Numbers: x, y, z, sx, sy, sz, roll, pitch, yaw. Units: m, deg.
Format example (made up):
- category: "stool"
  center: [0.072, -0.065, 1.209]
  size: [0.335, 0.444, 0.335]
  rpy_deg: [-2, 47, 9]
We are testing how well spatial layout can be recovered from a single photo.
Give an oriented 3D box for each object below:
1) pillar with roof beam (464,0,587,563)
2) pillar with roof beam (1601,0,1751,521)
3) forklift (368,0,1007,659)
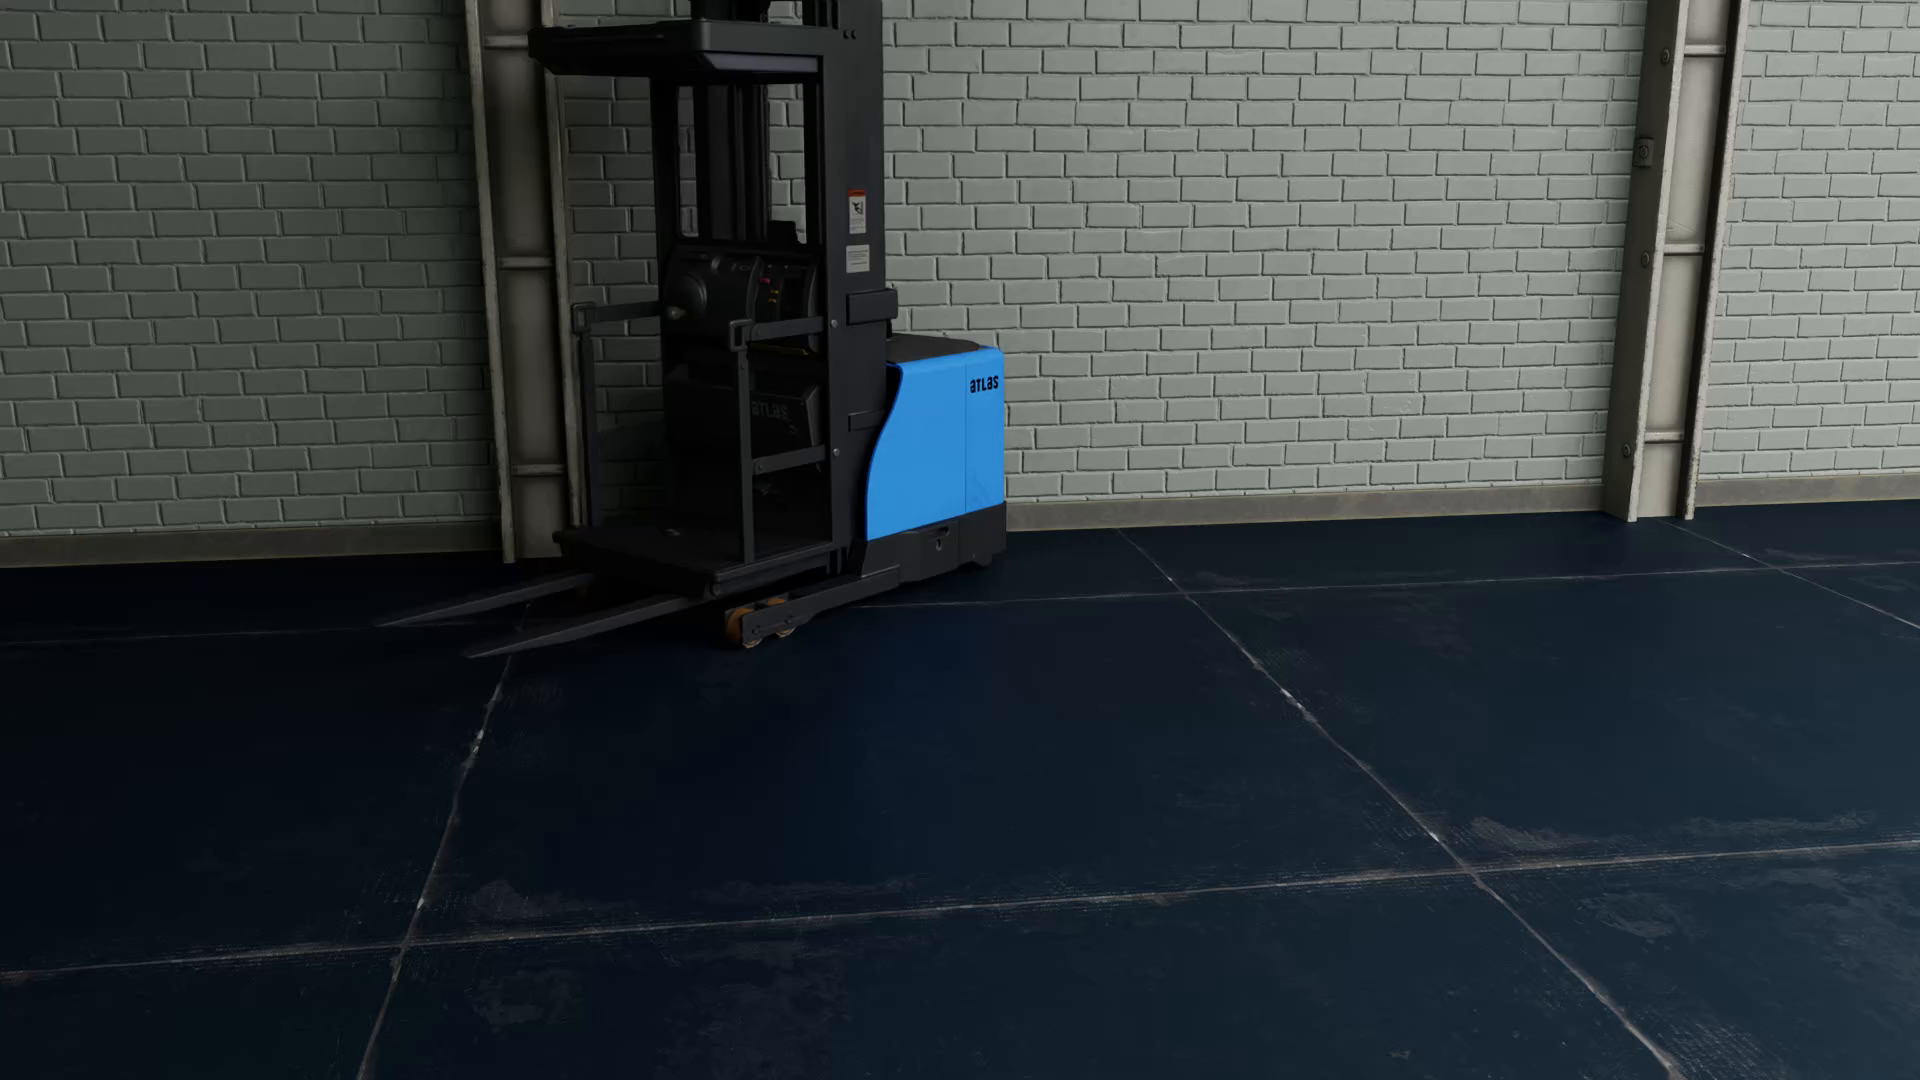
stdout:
- category: "pillar with roof beam"
  center: [-1.456, -3.258, 3.212]
  size: [0.400, 9.000, 9.100]
  rpy_deg: [-2, 14, -8]
- category: "pillar with roof beam"
  center: [4.477, -3.475, 4.079]
  size: [0.400, 9.000, 9.100]
  rpy_deg: [-2, 14, -8]
- category: "forklift"
  center: [-1.096, -1.109, 7.120]
  size: [1.130, 2.935, 3.031]
  rpy_deg: [11, 18, 38]
